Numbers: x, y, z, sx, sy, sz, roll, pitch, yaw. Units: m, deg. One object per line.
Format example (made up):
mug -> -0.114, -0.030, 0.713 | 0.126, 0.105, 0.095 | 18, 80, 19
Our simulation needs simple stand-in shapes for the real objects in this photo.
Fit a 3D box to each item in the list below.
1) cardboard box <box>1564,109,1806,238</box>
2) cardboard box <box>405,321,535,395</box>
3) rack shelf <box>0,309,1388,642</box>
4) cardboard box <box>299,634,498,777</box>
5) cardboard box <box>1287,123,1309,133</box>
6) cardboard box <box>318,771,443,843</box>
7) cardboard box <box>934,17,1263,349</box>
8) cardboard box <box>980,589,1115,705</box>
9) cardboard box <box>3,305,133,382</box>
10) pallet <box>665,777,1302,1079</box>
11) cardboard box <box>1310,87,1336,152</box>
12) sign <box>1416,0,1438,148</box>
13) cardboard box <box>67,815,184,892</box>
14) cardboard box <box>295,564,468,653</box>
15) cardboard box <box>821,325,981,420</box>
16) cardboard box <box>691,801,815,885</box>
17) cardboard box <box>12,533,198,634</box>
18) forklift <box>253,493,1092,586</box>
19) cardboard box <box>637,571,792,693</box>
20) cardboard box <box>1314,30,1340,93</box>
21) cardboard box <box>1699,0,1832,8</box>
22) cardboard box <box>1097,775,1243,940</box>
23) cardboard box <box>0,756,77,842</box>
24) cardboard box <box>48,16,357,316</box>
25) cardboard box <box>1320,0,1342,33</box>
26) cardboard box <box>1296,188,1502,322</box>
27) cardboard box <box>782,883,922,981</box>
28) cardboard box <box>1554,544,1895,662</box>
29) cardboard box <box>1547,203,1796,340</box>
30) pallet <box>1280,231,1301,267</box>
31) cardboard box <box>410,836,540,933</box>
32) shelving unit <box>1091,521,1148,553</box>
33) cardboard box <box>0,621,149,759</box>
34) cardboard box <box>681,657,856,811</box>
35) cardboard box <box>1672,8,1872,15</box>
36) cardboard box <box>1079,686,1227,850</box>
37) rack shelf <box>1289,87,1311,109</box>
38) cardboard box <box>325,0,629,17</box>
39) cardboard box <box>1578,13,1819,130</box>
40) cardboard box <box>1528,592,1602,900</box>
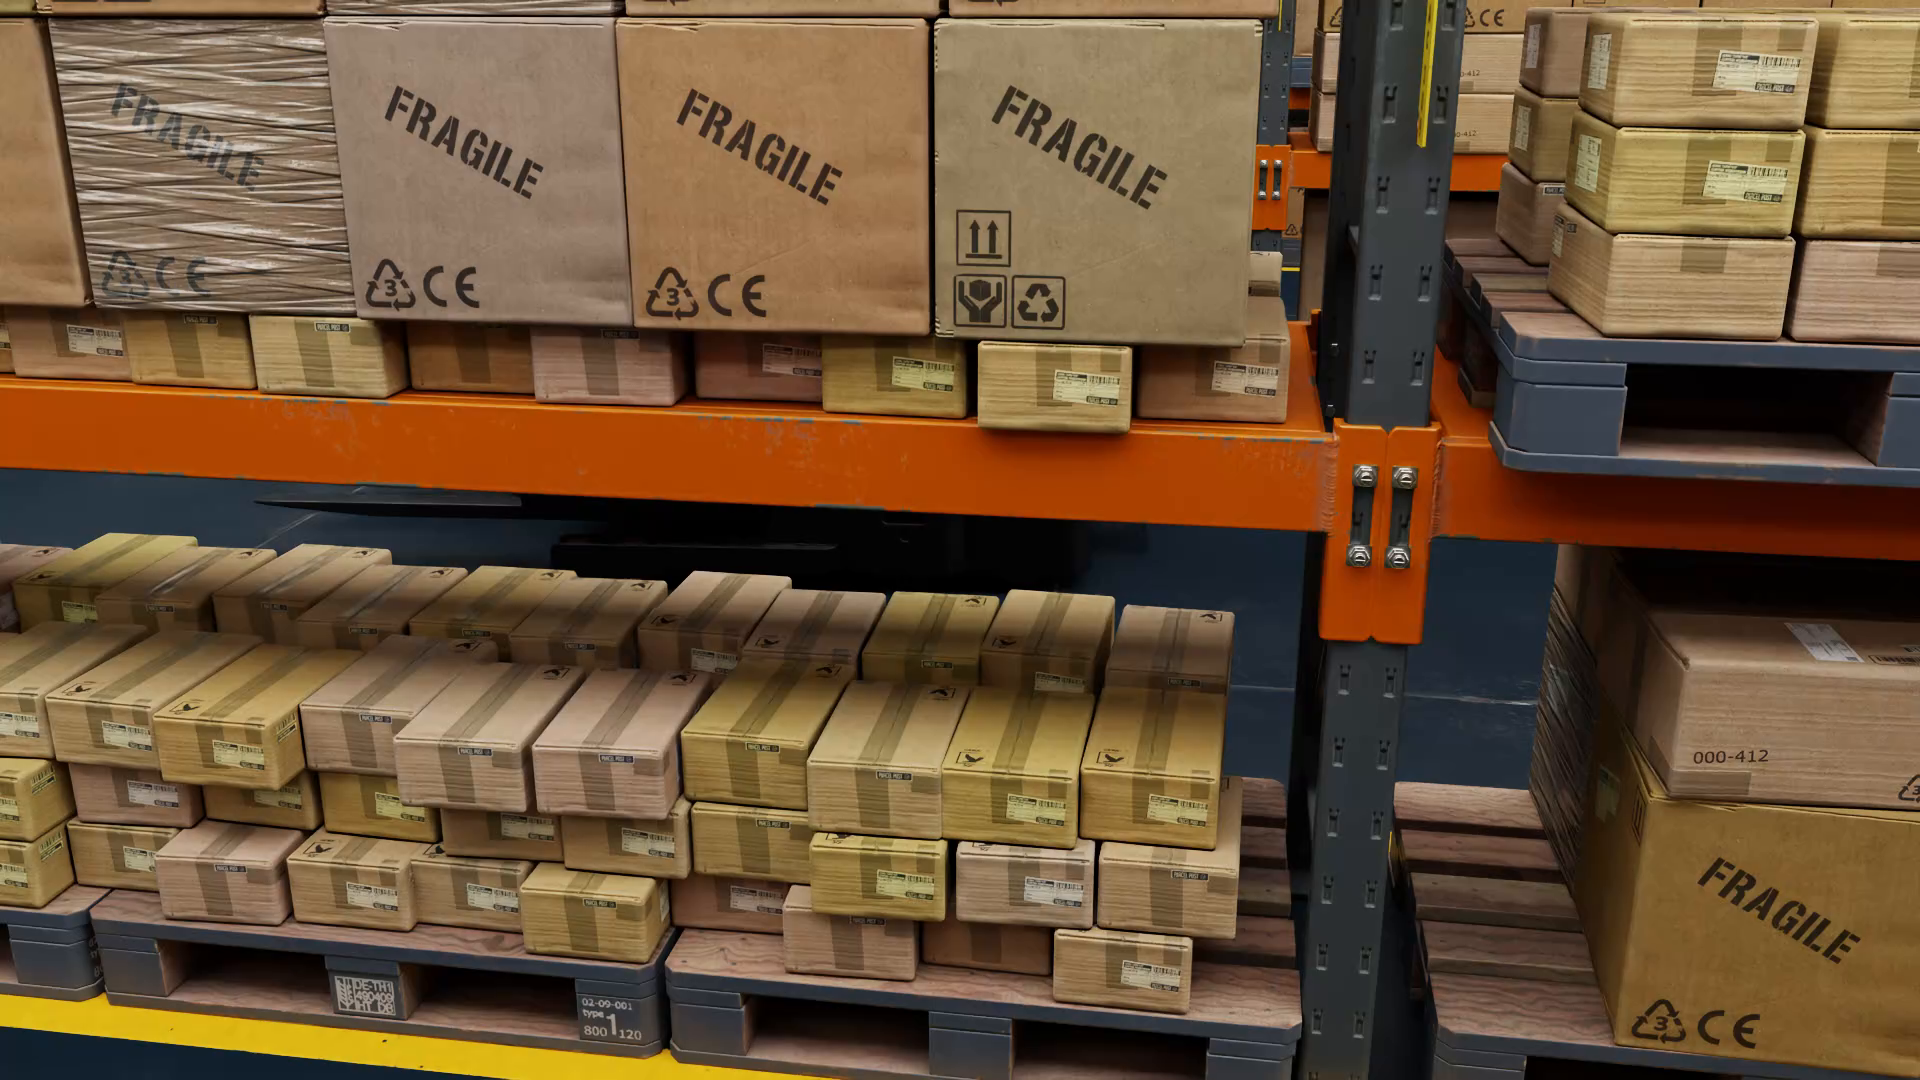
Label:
cardboard box -> 1.084, -0.563, 2.523 | 0.250, 0.149, 0.380 | 3, 19, 10
cardboard box -> -0.843, -0.393, 3.147 | 0.250, 0.149, 0.380 | 3, 19, 8
rack shelf -> -1.206, -0.265, 3.502 | 4.000, 0.370, 1.077 | 3, 19, 9
cardboard box -> -1.152, 0.339, 3.456 | 0.250, 0.149, 0.380 | 3, 19, 9
cardboard box -> 2.559, -2.997, 12.319 | 0.250, 0.149, 0.380 | 3, 19, 8
cardboard box -> -1.135, 0.475, 3.517 | 0.250, 0.149, 0.380 | 4, 19, 11
cardboard box -> 0.246, -0.630, 2.832 | 0.500, 0.500, 0.500 | 3, 19, 9
cardboard box -> 0.198, 0.250, 3.721 | 0.250, 0.149, 0.380 | 4, 19, 11
cardboard box -> -1.618, -0.426, 3.245 | 0.250, 0.149, 0.380 | 3, 19, 8
pallet -> 0.099, 0.794, 3.598 | 1.213, 0.211, 1.003 | 3, 19, 9
cardboard box -> 1.846, -1.886, 7.448 | 0.500, 0.250, 0.500 | 2, 19, 7
sign -> 0.690, -0.746, 2.441 | 0.005, 0.325, 0.100 | 3, 19, 9
cardboard box -> -1.695, 0.601, 3.612 | 0.250, 0.149, 0.380 | 3, 19, 9
cardboard box -> -1.341, 0.192, 3.896 | 0.250, 0.149, 0.380 | 2, 19, 7
cardboard box -> -0.077, -0.339, 2.984 | 0.250, 0.149, 0.380 | 4, 19, 11
cardboard box -> -0.362, 0.529, 3.358 | 0.250, 0.149, 0.380 | 3, 19, 9
cardboard box -> -2.103, 0.115, 4.126 | 0.250, 0.149, 0.380 | 3, 19, 7
forklift -> -1.030, -1.395, 5.853 | 3.031, 2.935, 1.130 | 1, 19, 3
cardboard box -> -0.559, 0.209, 3.846 | 0.250, 0.149, 0.380 | 3, 19, 10
cardboard box -> 1.843, -2.117, 7.351 | 0.500, 0.250, 0.500 | 2, 19, 7
cardboard box -> 3.355, -2.404, 7.027 | 0.500, 0.500, 0.500 | 3, 19, 8
cardboard box -> 0.407, 0.590, 3.175 | 0.250, 0.149, 0.380 | 3, 19, 10
cardboard box -> -1.951, 0.474, 3.520 | 0.250, 0.149, 0.380 | 4, 19, 10
cardboard box -> -1.263, -0.715, 3.086 | 0.500, 0.500, 0.500 | 2, 19, 7
cardboard box -> 1.842, -2.471, 7.227 | 0.500, 0.500, 0.500 | 3, 19, 9
cardboard box -> 2.078, -1.247, 7.989 | 0.875, 0.875, 0.875 | 4, 19, 10
cardboard box -> -0.187, 0.702, 3.310 | 0.250, 0.149, 0.380 | 2, 19, 7
cardboard box -> 1.544, 0.083, 3.423 | 0.500, 0.250, 0.500 | 2, 19, 7
cardboard box -> 1.084, -0.422, 2.570 | 0.250, 0.149, 0.380 | 2, 19, 6
pallet -> 3.046, -2.265, 12.741 | 1.213, 0.211, 1.003 | 3, 19, 9
cardboard box -> -0.942, 0.648, 3.471 | 0.250, 0.149, 0.380 | 3, 19, 10
shelving unit -> 0.596, -0.418, 6.134 | 0.210, 0.900, 0.258 | 1, 19, 3
cardboard box -> -1.940, 0.312, 3.537 | 0.250, 0.149, 0.380 | 2, 19, 6
cardboard box -> -0.374, 0.380, 3.332 | 0.250, 0.149, 0.380 | 4, 19, 10
cardboard box -> 1.461, -0.896, 3.049 | 0.250, 0.149, 0.380 | 2, 19, 7
cardboard box -> 0.376, 0.429, 3.188 | 0.250, 0.149, 0.380 | 3, 19, 10
rack shelf -> 4.212, -3.175, 12.199 | 4.000, 0.370, 1.077 | 3, 19, 9
cardboard box -> -0.753, -1.162, 2.846 | 0.500, 0.500, 0.500 | 3, 19, 10
cardboard box -> 1.084, -0.704, 2.476 | 0.250, 0.149, 0.380 | 4, 19, 11
cardboard box -> 1.539, 0.439, 3.542 | 0.500, 0.500, 0.500 | 3, 19, 8
